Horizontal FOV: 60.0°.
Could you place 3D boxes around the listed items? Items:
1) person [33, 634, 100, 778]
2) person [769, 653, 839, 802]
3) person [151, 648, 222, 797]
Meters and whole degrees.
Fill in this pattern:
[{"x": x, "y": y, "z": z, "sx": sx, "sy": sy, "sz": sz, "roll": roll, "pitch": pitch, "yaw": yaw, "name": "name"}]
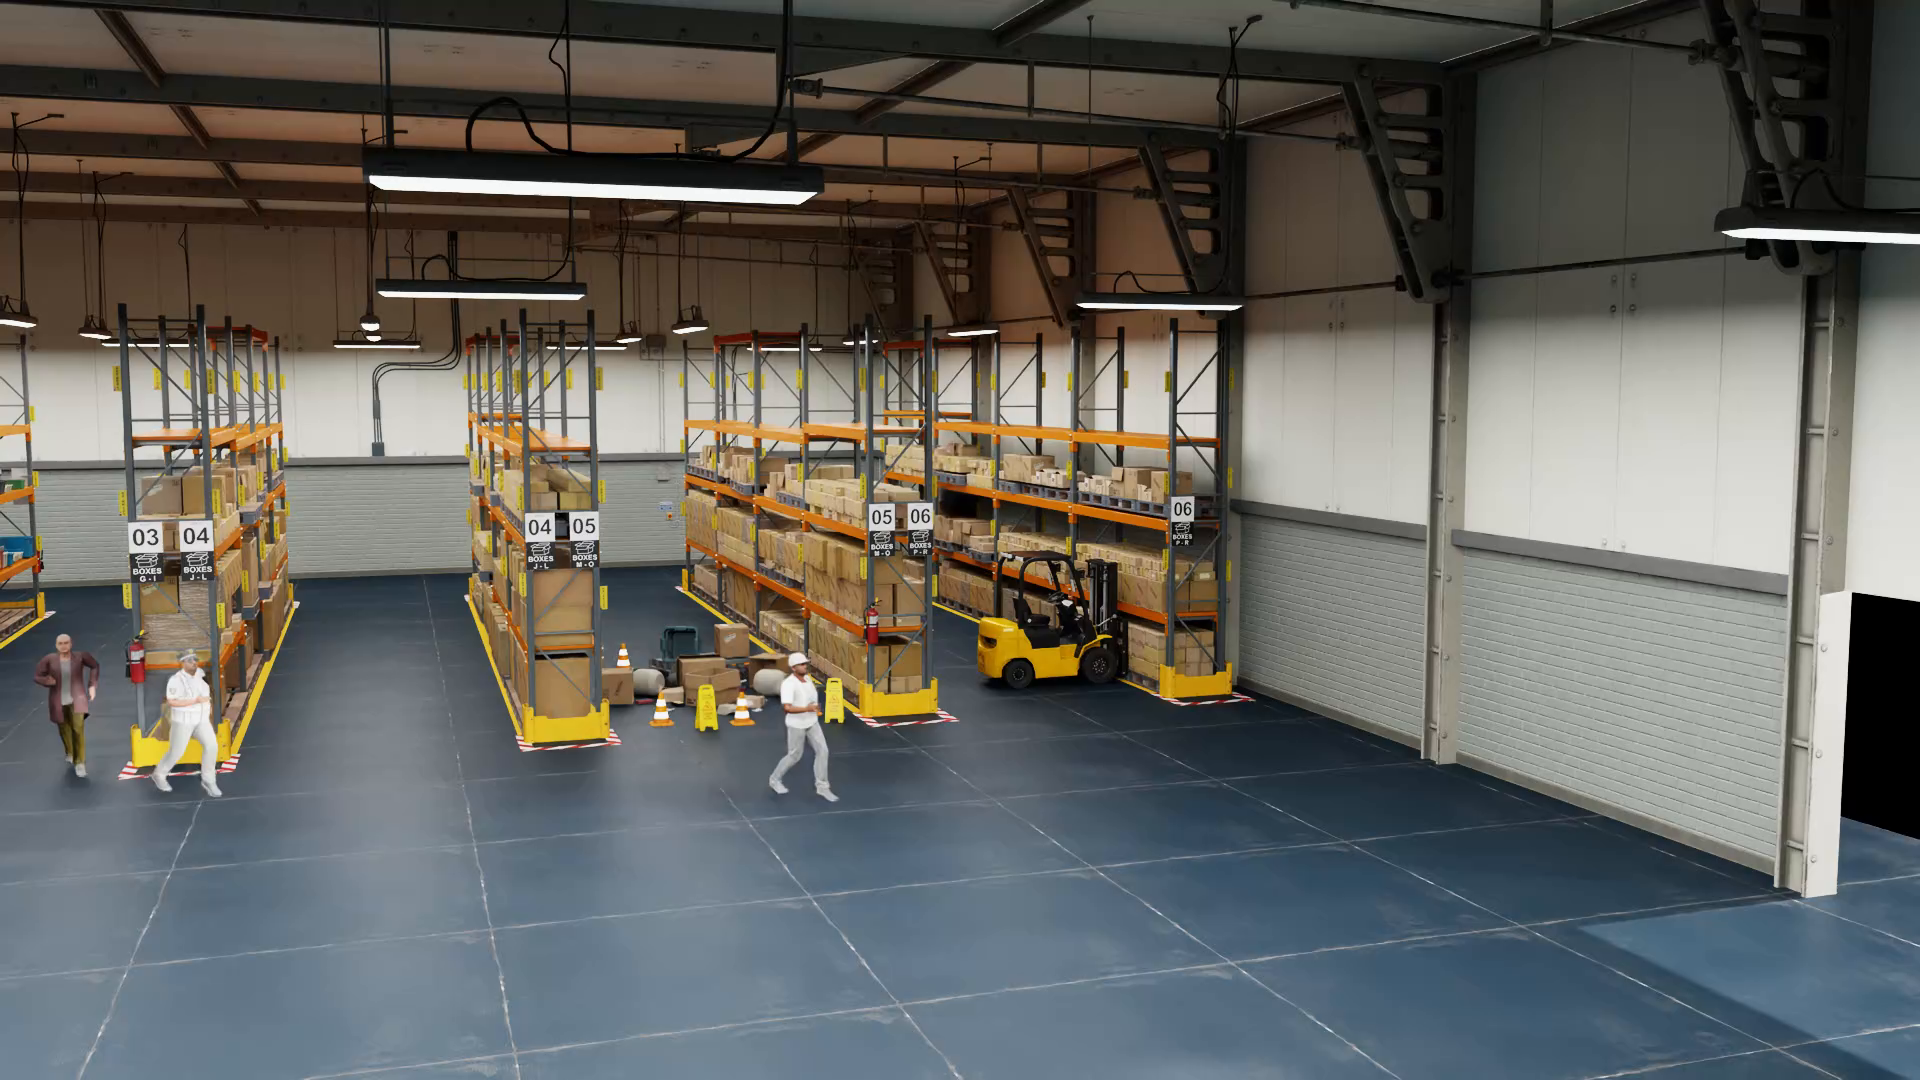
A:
[{"x": -11.486, "y": 2.101, "z": 21.401, "sx": 0.728, "sy": 1.819, "sz": 0.938, "roll": -2, "pitch": 6, "yaw": -21, "name": "person"}, {"x": -1.885, "y": 2.235, "z": 19.978, "sx": 0.896, "sy": 1.785, "sz": 0.704, "roll": 3, "pitch": 6, "yaw": 31, "name": "person"}, {"x": -9.384, "y": 2.217, "z": 20.210, "sx": 0.929, "sy": 1.838, "sz": 0.672, "roll": 3, "pitch": 6, "yaw": 27, "name": "person"}]
